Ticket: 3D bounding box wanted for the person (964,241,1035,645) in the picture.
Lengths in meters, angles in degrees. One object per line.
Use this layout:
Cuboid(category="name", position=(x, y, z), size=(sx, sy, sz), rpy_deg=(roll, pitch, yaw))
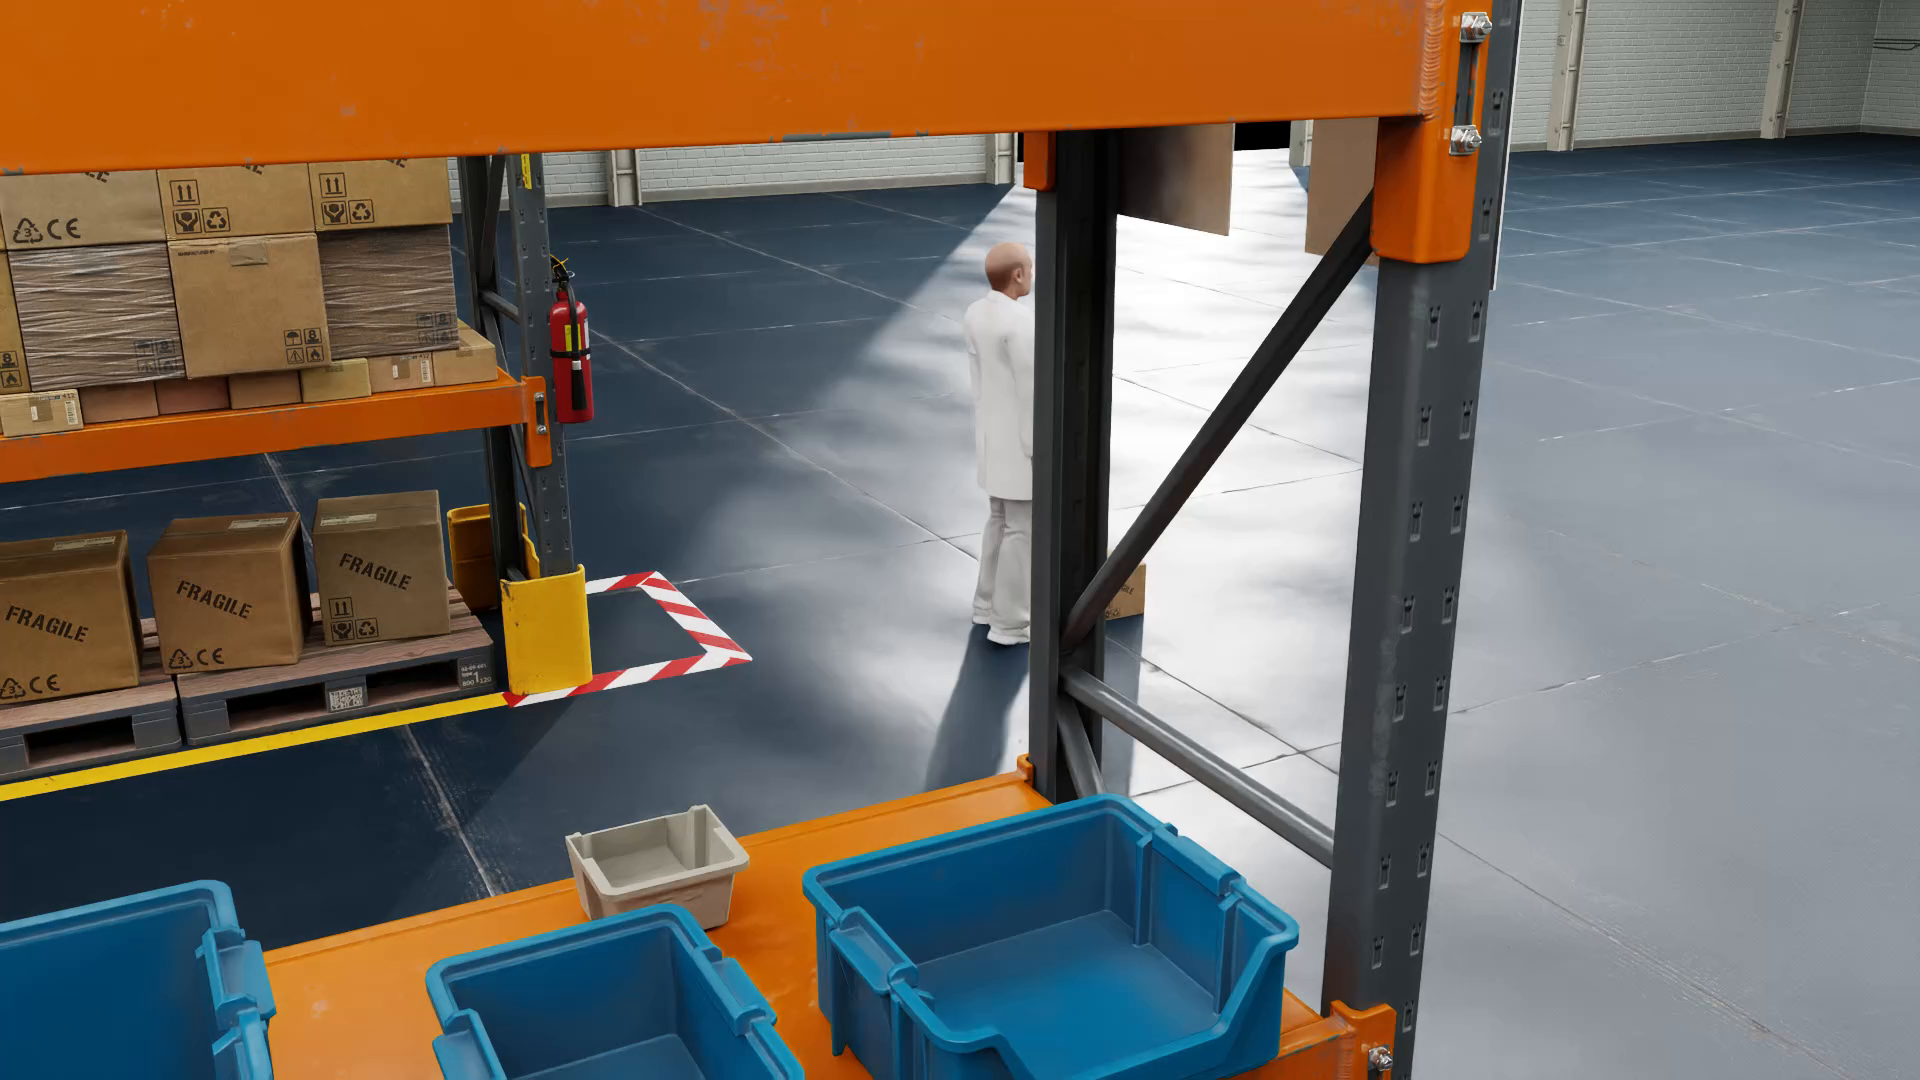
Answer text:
Cuboid(category="person", position=(0.244, -0.379, 7.455), size=(0.442, 1.708, 0.566), rpy_deg=(-9, 20, -25))
